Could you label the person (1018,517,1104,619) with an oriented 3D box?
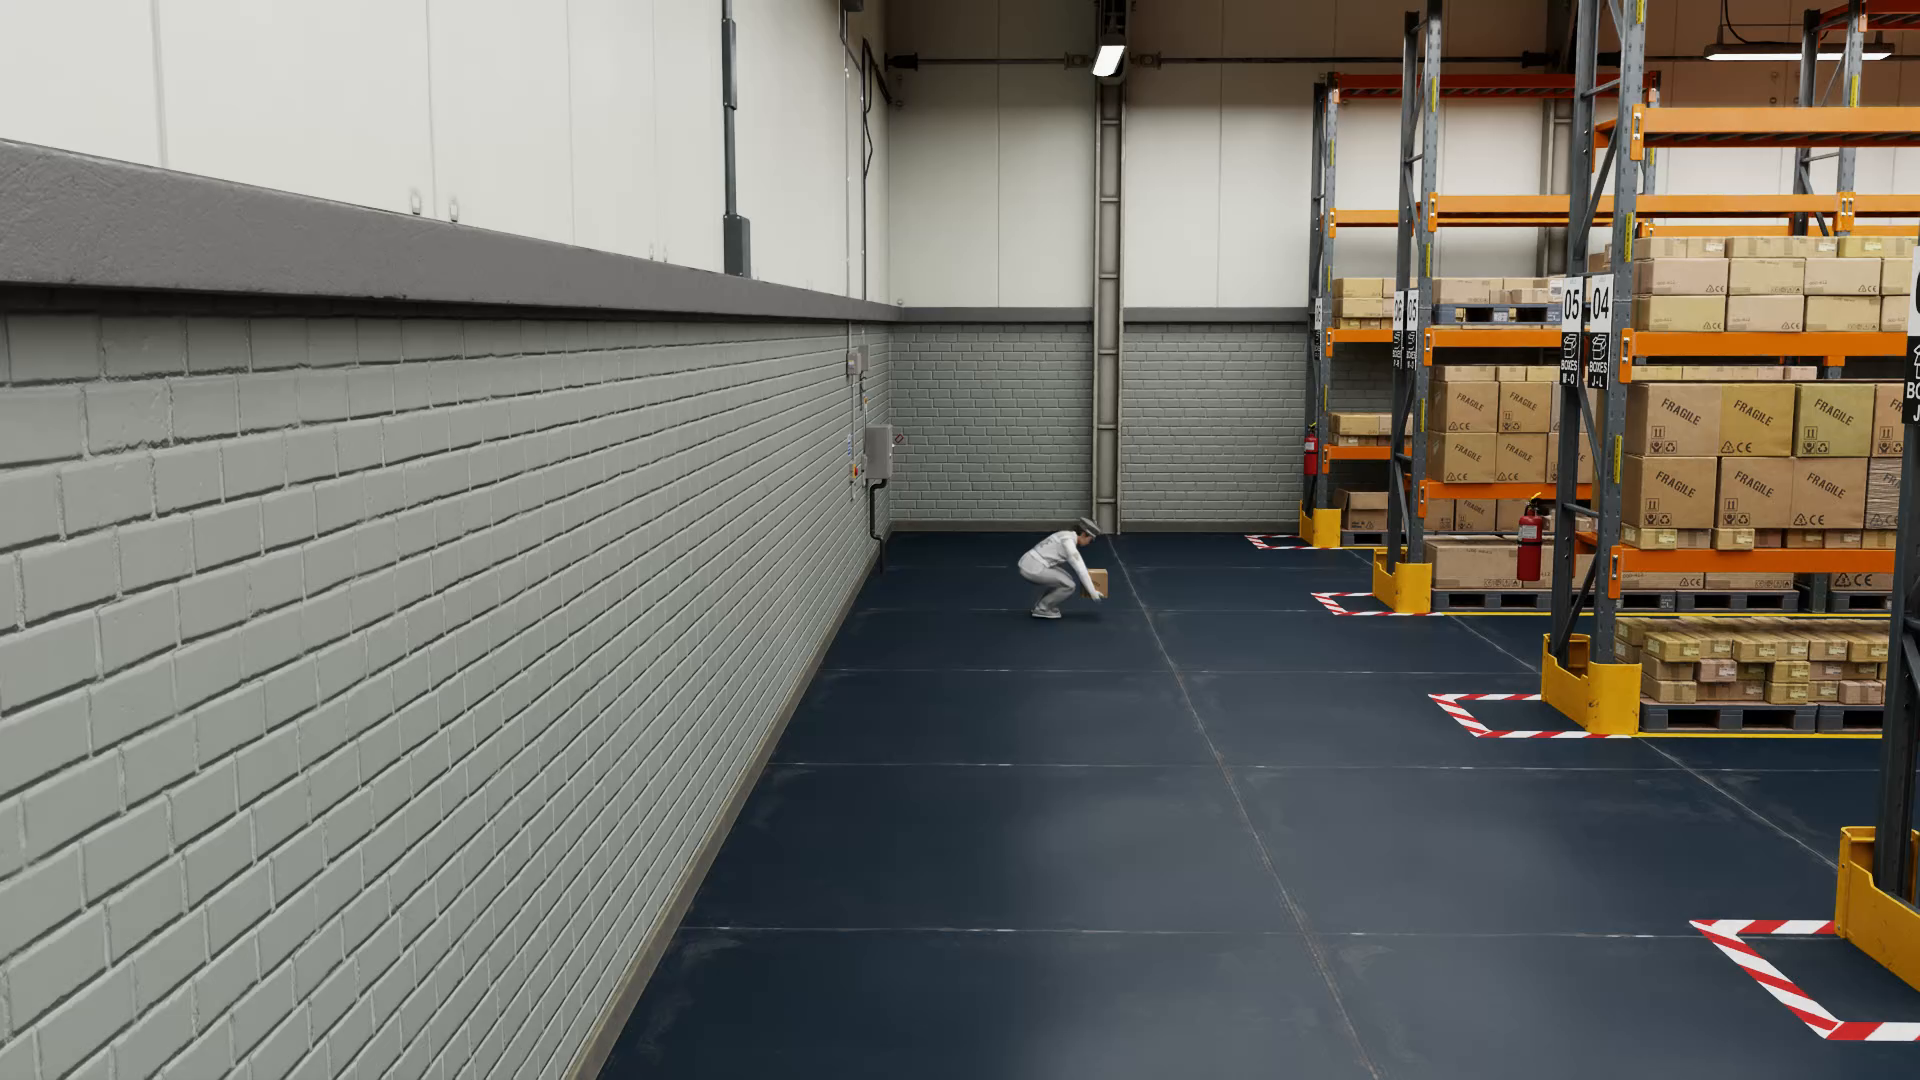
[{"bbox_3d":[0.995,0.271,16.388,0.832,0.984,0.462,0,7,0],"label":"person"}]
